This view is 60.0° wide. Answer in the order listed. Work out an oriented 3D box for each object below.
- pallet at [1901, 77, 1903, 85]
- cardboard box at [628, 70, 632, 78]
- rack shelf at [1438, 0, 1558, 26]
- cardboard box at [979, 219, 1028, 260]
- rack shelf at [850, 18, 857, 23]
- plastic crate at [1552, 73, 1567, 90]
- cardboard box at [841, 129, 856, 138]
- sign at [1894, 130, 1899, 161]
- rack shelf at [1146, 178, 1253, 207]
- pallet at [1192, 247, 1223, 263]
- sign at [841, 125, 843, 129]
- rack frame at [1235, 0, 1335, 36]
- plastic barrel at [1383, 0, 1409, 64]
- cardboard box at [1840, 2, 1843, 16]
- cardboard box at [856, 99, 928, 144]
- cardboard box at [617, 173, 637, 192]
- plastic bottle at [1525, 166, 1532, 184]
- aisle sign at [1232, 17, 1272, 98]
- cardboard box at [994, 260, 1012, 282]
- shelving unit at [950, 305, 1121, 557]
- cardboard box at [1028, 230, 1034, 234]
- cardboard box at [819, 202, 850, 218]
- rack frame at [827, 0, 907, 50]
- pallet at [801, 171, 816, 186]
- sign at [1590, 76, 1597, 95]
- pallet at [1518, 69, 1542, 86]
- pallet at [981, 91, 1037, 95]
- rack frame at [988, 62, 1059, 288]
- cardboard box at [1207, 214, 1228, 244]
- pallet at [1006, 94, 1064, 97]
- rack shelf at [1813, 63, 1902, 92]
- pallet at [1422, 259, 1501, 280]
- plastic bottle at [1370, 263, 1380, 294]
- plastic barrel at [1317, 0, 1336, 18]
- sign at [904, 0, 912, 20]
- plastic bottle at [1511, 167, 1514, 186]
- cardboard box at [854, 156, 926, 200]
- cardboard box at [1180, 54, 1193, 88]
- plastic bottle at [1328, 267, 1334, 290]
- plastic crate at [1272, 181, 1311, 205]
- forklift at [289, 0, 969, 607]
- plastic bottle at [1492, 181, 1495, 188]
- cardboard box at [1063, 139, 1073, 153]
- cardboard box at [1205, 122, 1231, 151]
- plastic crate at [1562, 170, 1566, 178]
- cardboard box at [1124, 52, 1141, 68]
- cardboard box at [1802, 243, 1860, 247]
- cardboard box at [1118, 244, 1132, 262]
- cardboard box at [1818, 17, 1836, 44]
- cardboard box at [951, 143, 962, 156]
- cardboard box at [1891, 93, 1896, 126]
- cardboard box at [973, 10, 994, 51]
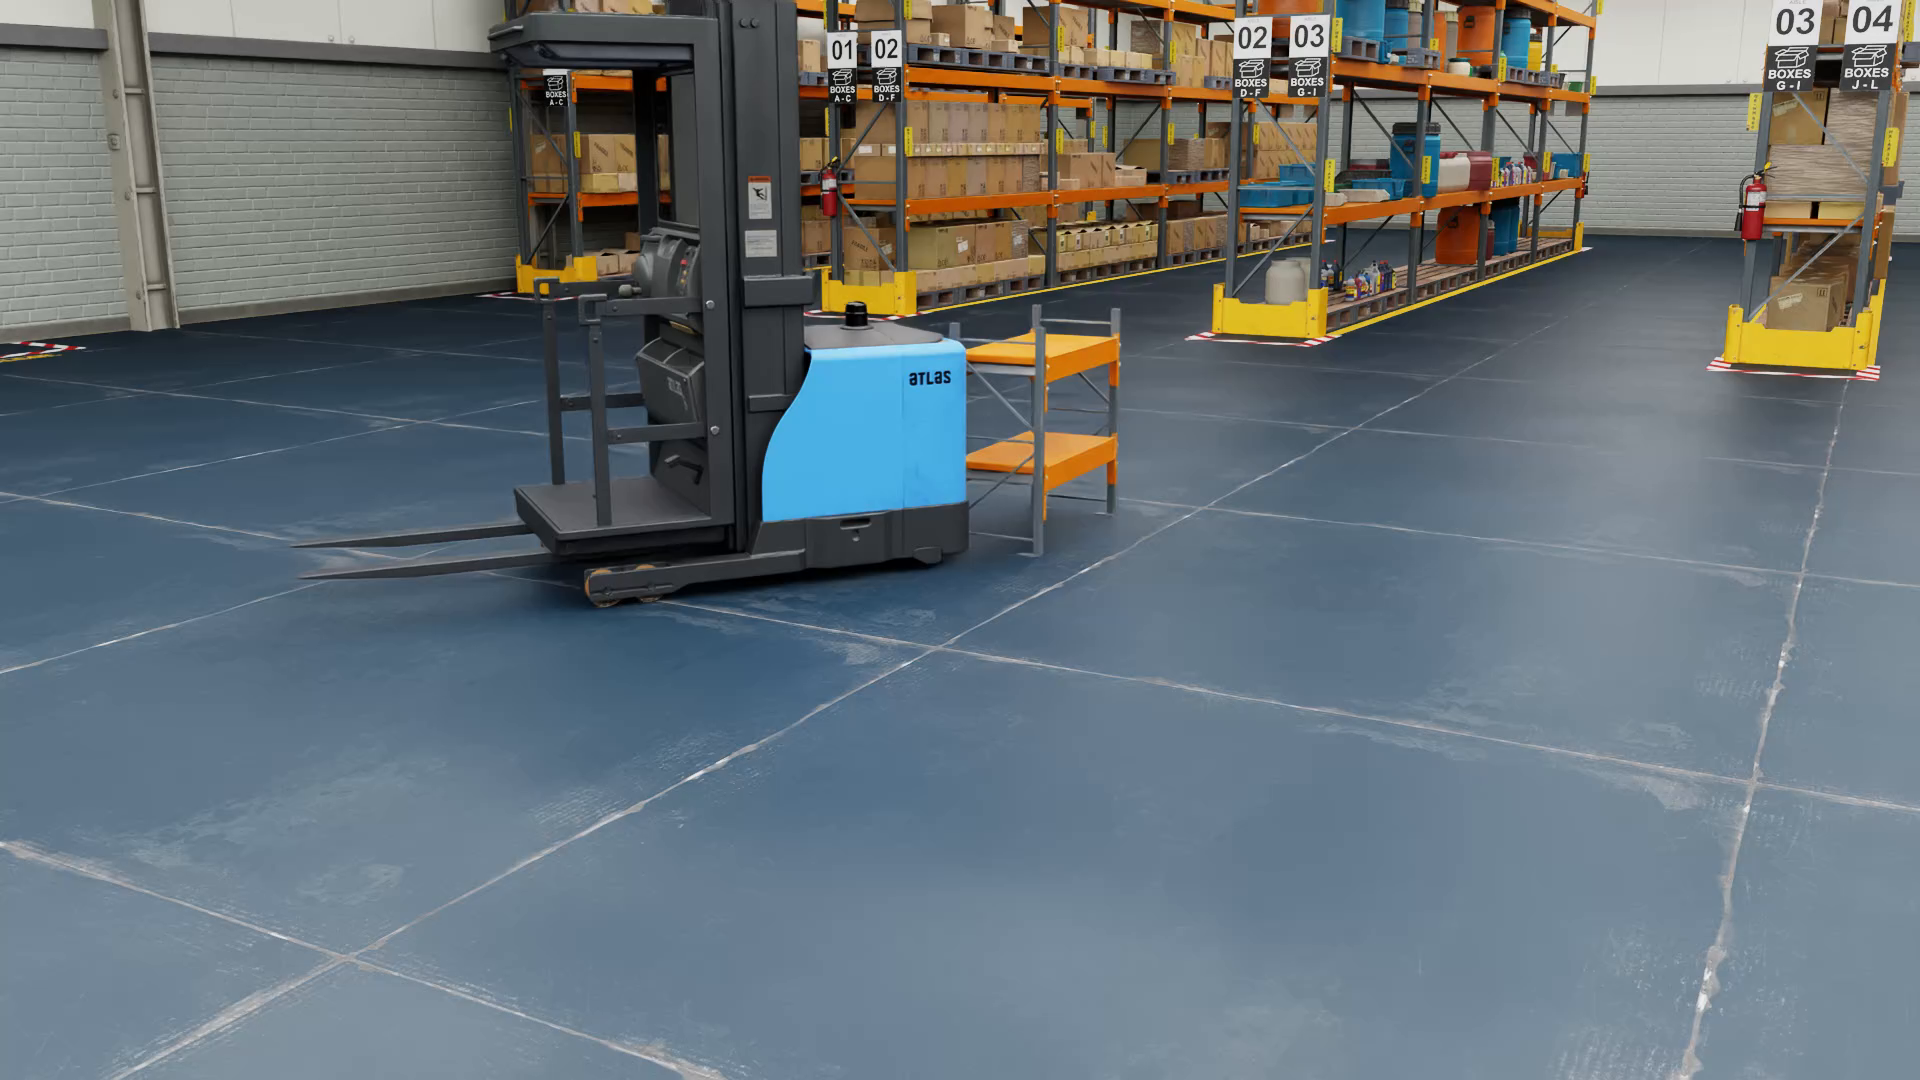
[{"bbox_3d":[14.394,-7.347,26.398,1.003,0.211,1.213,7,15,28],"label":"pallet"},{"bbox_3d":[-4.492,-6.508,22.471,0.500,0.500,0.500,8,16,31],"label":"cardboard box"},{"bbox_3d":[8.096,-8.039,25.067,1.077,0.370,4.000,7,15,28],"label":"rack shelf"},{"bbox_3d":[0.576,-4.009,22.132,0.500,0.500,0.500,7,15,28],"label":"cardboard box"},{"bbox_3d":[-0.577,-9.162,29.723,1.077,0.370,4.000,7,15,28],"label":"rack shelf"},{"bbox_3d":[9.903,-7.696,27.933,0.497,0.269,0.590,7,15,28],"label":"plastic crate"},{"bbox_3d":[-1.827,-6.815,27.865,0.380,0.149,0.250,5,14,19],"label":"cardboard box"},{"bbox_3d":[10.010,-4.236,17.856,0.100,0.325,0.005,7,15,28],"label":"sign"},{"bbox_3d":[3.762,-5.879,28.055,1.077,0.370,4.000,7,15,28],"label":"rack shelf"},{"bbox_3d":[3.780,-4.861,28.247,1.003,0.211,1.213,7,15,28],"label":"pallet"},{"bbox_3d":[-2.031,-7.004,28.715,0.100,0.325,0.005,7,15,28],"label":"sign"},{"bbox_3d":[3.262,-6.532,16.426,1.000,3.000,0.127,7,15,28],"label":"rack frame"},{"bbox_3d":[5.251,-6.267,20.658,0.600,0.901,0.708,7,15,28],"label":"plastic barrel"},{"bbox_3d":[8.157,-4.772,14.994,0.380,0.149,0.250,7,15,27],"label":"cardboard box"},{"bbox_3d":[-0.810,-4.962,19.733,0.700,0.500,0.500,7,15,28],"label":"cardboard box"},{"bbox_3d":[-4.658,-4.847,22.515,0.500,0.250,0.500,7,15,26],"label":"cardboard box"},{"bbox_3d":[9.155,-5.899,26.868,0.152,0.276,0.135,7,15,28],"label":"plastic bottle"},{"bbox_3d":[2.967,-4.898,16.903,0.394,0.787,0.004,7,15,28],"label":"aisle sign"},{"bbox_3d":[0.349,-3.540,21.787,0.500,0.250,0.500,7,15,28],"label":"cardboard box"},{"bbox_3d":[0.401,-0.598,8.616,0.538,1.125,1.048,6,15,25],"label":"shelving unit"},{"bbox_3d":[0.806,-4.254,23.551,0.500,0.311,0.500,7,15,28],"label":"cardboard box"},{"bbox_3d":[-2.176,-5.479,27.654,0.500,0.250,0.500,8,16,29],"label":"cardboard box"},{"bbox_3d":[-1.073,-7.094,18.757,1.000,3.000,0.127,7,15,28],"label":"rack frame"},{"bbox_3d":[-2.980,-5.605,25.794,1.003,0.211,1.213,7,15,28],"label":"pallet"},{"bbox_3d":[11.486,-8.246,30.161,0.100,0.325,0.005,7,15,28],"label":"sign"},{"bbox_3d":[8.224,-7.039,25.332,1.003,0.211,1.213,7,15,28],"label":"pallet"},{"bbox_3d":[0.795,-8.781,32.347,1.003,0.211,1.213,7,15,28],"label":"pallet"},{"bbox_3d":[0.861,-4.998,22.864,1.000,3.000,0.127,7,15,28],"label":"rack frame"},{"bbox_3d":[4.494,-5.404,28.942,0.500,0.500,0.500,7,15,28],"label":"cardboard box"},{"bbox_3d":[1.386,-9.031,33.382,1.003,0.211,1.213,7,15,28],"label":"pallet"},{"bbox_3d":[10.498,-5.394,19.640,1.077,0.370,4.000,7,15,28],"label":"rack shelf"},{"bbox_3d":[7.474,-4.067,24.955,1.003,0.211,1.213,7,15,28],"label":"pallet"},{"bbox_3d":[4.887,-3.092,19.670,0.144,0.351,0.185,7,15,28],"label":"plastic bottle"},{"bbox_3d":[3.702,-5.617,17.736,0.600,0.588,0.600,0,14,0],"label":"plastic barrel"},{"bbox_3d":[-0.590,-6.035,18.731,0.100,0.325,0.005,7,15,28],"label":"sign"},{"bbox_3d":[8.486,-5.597,25.597,0.061,0.283,0.133,7,15,28],"label":"plastic bottle"},{"bbox_3d":[-0.836,-4.320,19.840,0.700,0.500,0.500,7,15,28],"label":"cardboard box"},{"bbox_3d":[3.223,-7.523,26.726,0.910,0.500,0.500,7,15,28],"label":"cardboard box"},{"bbox_3d":[4.478,-3.161,20.129,0.097,0.271,0.097,0,14,0],"label":"plastic bottle"},{"bbox_3d":[3.561,-3.812,18.263,0.499,0.251,0.408,7,15,28],"label":"plastic crate"},{"bbox_3d":[-1.518,-1.270,7.548,3.031,2.935,1.130,-6,15,-24],"label":"forklift"},{"bbox_3d":[7.820,-5.314,24.426,0.061,0.283,0.133,7,15,28],"label":"plastic bottle"},{"bbox_3d":[1.744,-7.910,34.303,0.980,0.700,0.700,7,15,28],"label":"cardboard box"},{"bbox_3d":[4.746,-7.307,30.095,0.500,0.500,0.500,7,15,28],"label":"cardboard box"},{"bbox_3d":[10.608,-6.553,29.750,0.396,0.136,0.243,7,15,28],"label":"plastic crate"},{"bbox_3d":[2.387,-7.199,25.018,0.500,0.250,0.500,8,16,30],"label":"cardboard box"},{"bbox_3d":[10.901,-3.439,20.793,0.700,0.500,0.500,6,15,23],"label":"cardboard box"},{"bbox_3d":[2.262,-4.341,25.112,0.500,0.250,0.500,8,16,29],"label":"cardboard box"},{"bbox_3d":[7.608,-4.567,14.997,0.500,0.250,0.500,8,16,29],"label":"cardboard box"},{"bbox_3d":[-0.197,-4.809,20.485,0.380,0.149,0.250,7,15,26],"label":"cardboard box"},{"bbox_3d":[8.590,-4.020,15.826,0.500,0.500,0.500,7,15,28],"label":"cardboard box"},{"bbox_3d":[-0.045,-6.455,21.093,0.797,0.503,0.637,9,16,34],"label":"cardboard box"}]
